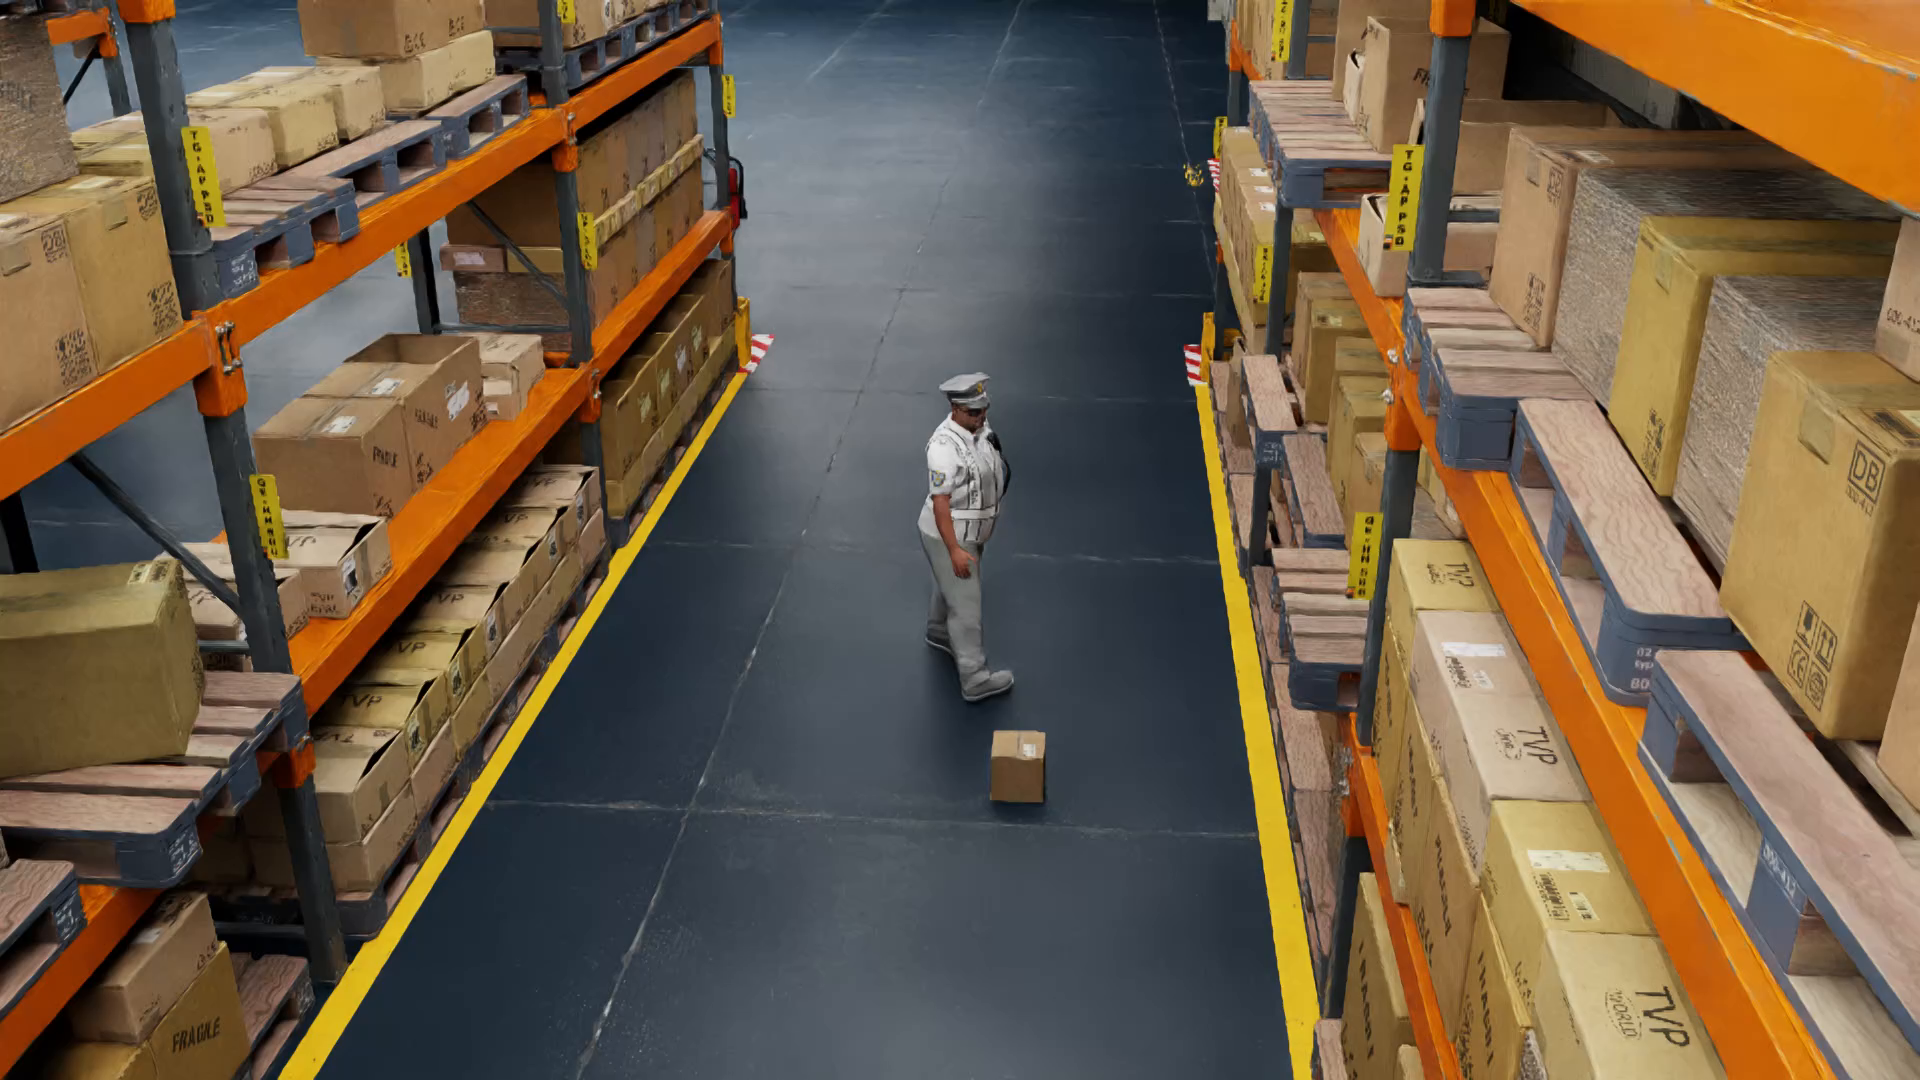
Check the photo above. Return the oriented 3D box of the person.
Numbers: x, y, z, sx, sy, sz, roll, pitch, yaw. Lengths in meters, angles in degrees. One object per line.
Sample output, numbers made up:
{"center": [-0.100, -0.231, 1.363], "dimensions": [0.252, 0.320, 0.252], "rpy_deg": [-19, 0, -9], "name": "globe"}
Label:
{"center": [0.016, -0.047, 8.729], "dimensions": [0.628, 1.742, 0.610], "rpy_deg": [10, 26, 20], "name": "person"}
